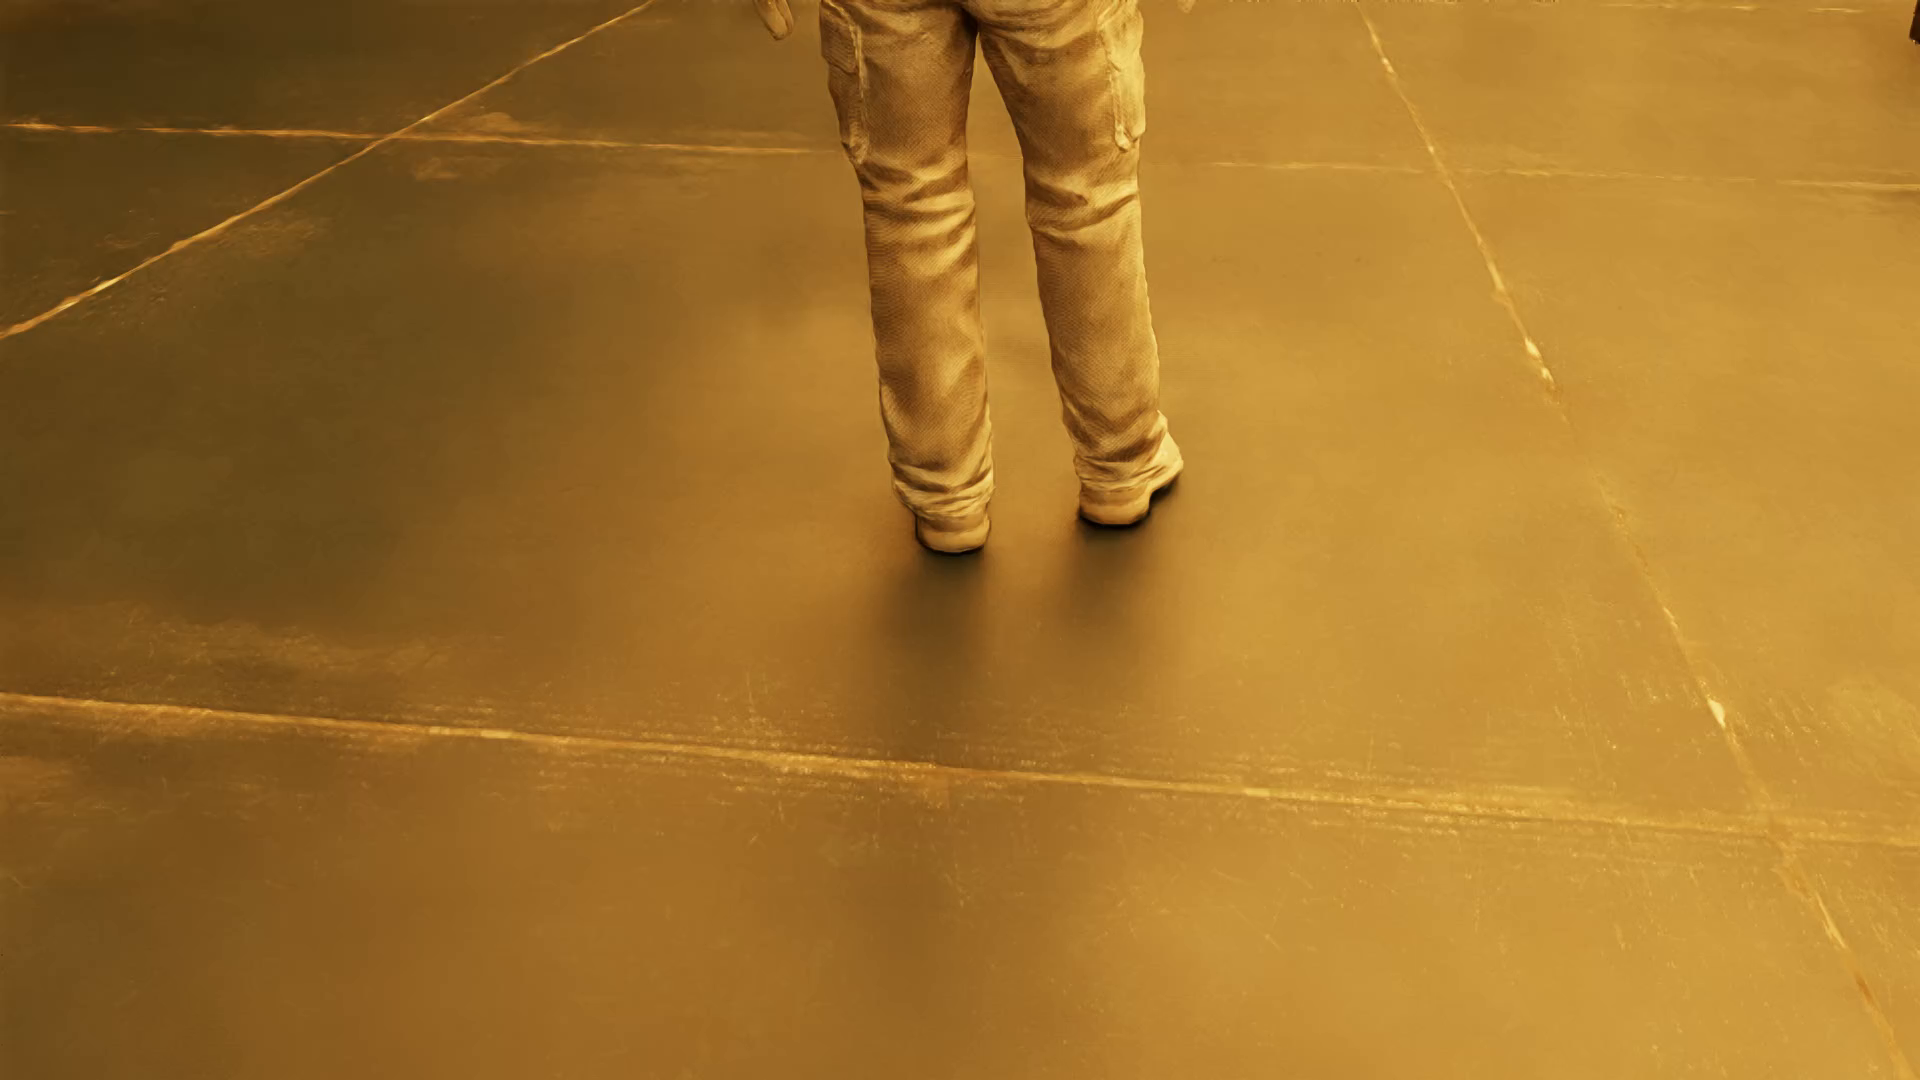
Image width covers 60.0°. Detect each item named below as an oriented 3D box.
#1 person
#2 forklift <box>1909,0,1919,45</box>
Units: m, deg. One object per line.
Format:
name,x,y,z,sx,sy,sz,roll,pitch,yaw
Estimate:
person,0.018,-0.833,2.163,0.655,1.777,0.575,3,27,7
forklift,4.796,-3.321,5.873,3.031,2.935,1.130,-23,34,-38
